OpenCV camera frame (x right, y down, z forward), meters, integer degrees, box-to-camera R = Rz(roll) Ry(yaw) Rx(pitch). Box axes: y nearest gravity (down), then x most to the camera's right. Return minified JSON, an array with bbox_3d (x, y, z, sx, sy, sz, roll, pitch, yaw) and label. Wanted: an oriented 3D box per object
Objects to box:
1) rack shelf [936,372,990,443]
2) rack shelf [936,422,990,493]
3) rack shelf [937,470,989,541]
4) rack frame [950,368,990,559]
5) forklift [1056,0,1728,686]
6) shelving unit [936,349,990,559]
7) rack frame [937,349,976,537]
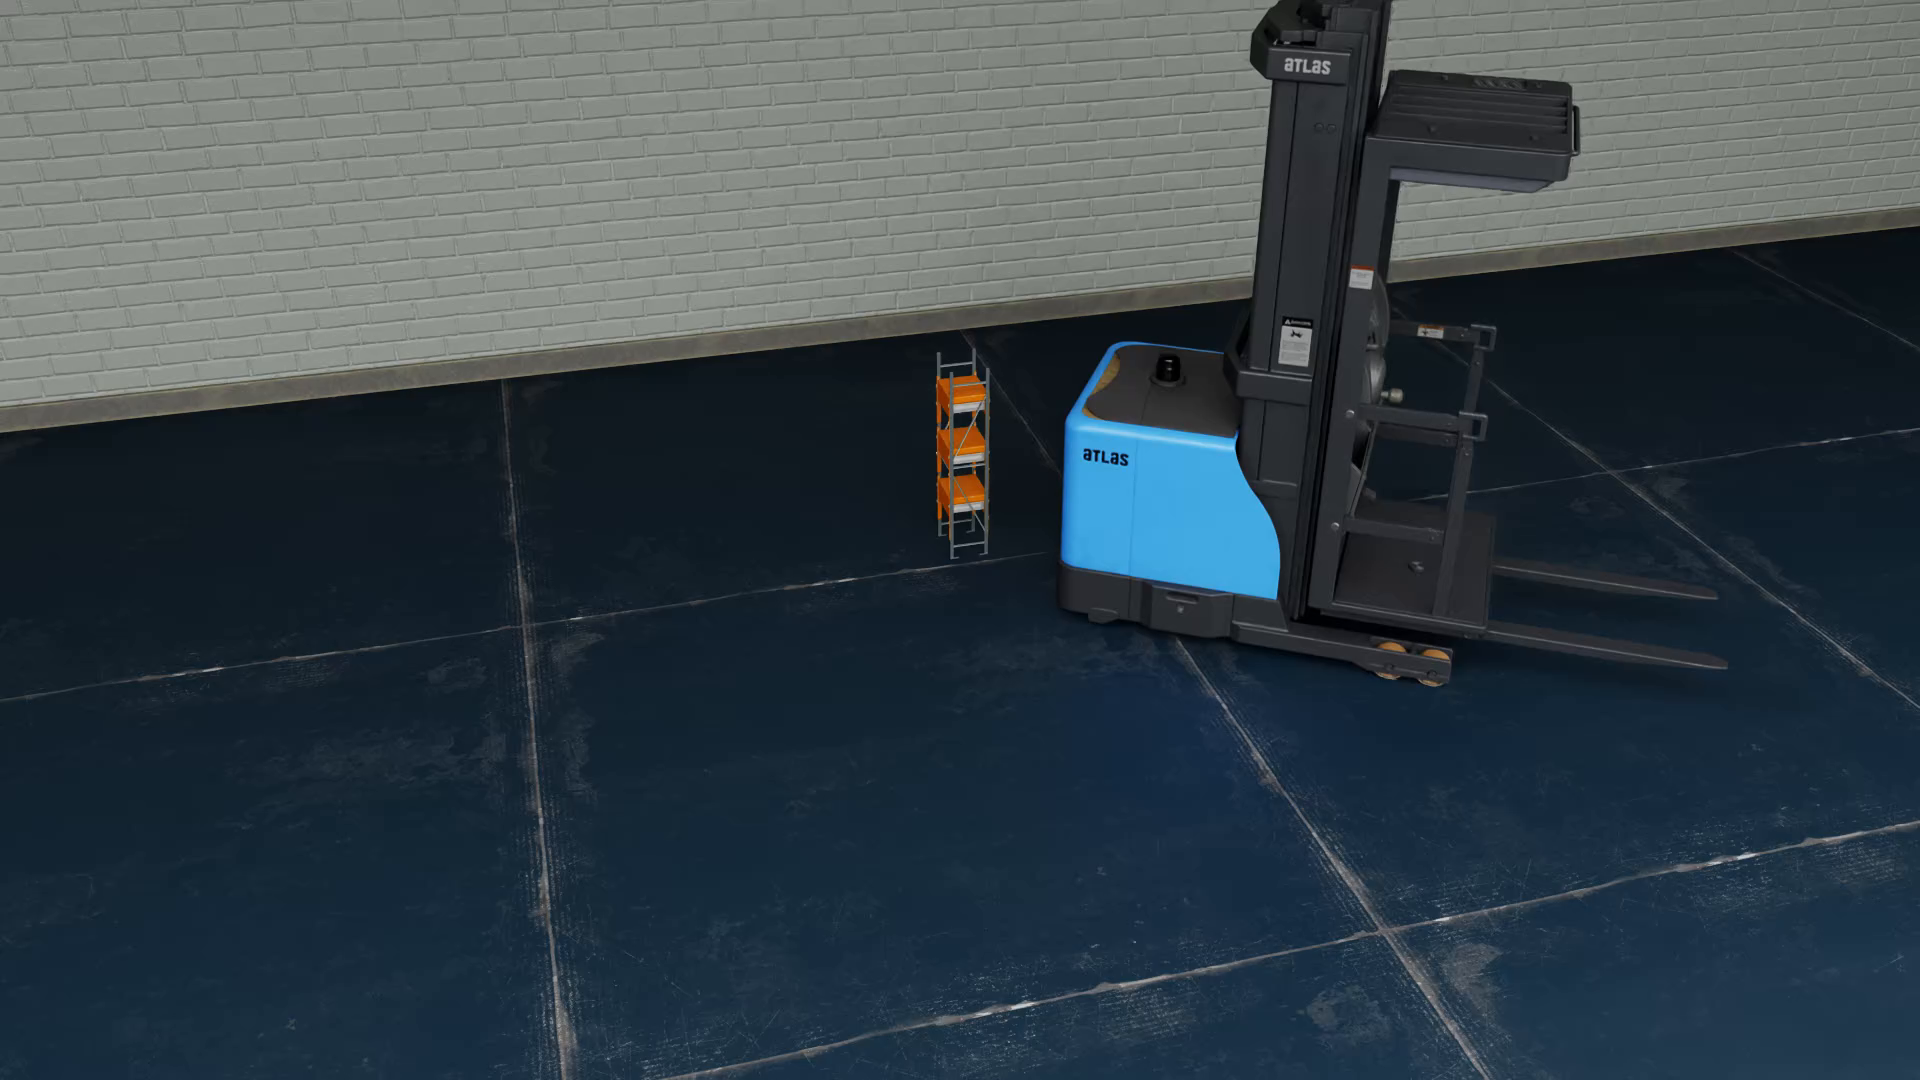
[{"bbox_3d":[0.014,-0.665,8.306,0.215,0.259,0.240,-8,31,-13],"label":"rack shelf"},{"bbox_3d":[0.014,-0.419,8.448,0.215,0.259,0.240,-8,31,-13],"label":"rack shelf"},{"bbox_3d":[0.014,-0.179,8.587,0.215,0.259,0.240,-8,31,-13],"label":"rack shelf"},{"bbox_3d":[0.047,-0.370,8.341,0.200,1.050,0.008,-8,31,-13],"label":"rack frame"},{"bbox_3d":[2.044,-0.899,7.377,3.031,2.935,1.130,9,31,15],"label":"forklift"},{"bbox_3d":[0.014,-0.429,8.442,0.215,1.050,0.252,-8,31,-13],"label":"shelving unit"},{"bbox_3d":[-0.018,-0.487,8.544,0.200,1.050,0.008,-8,31,-13],"label":"rack frame"}]
